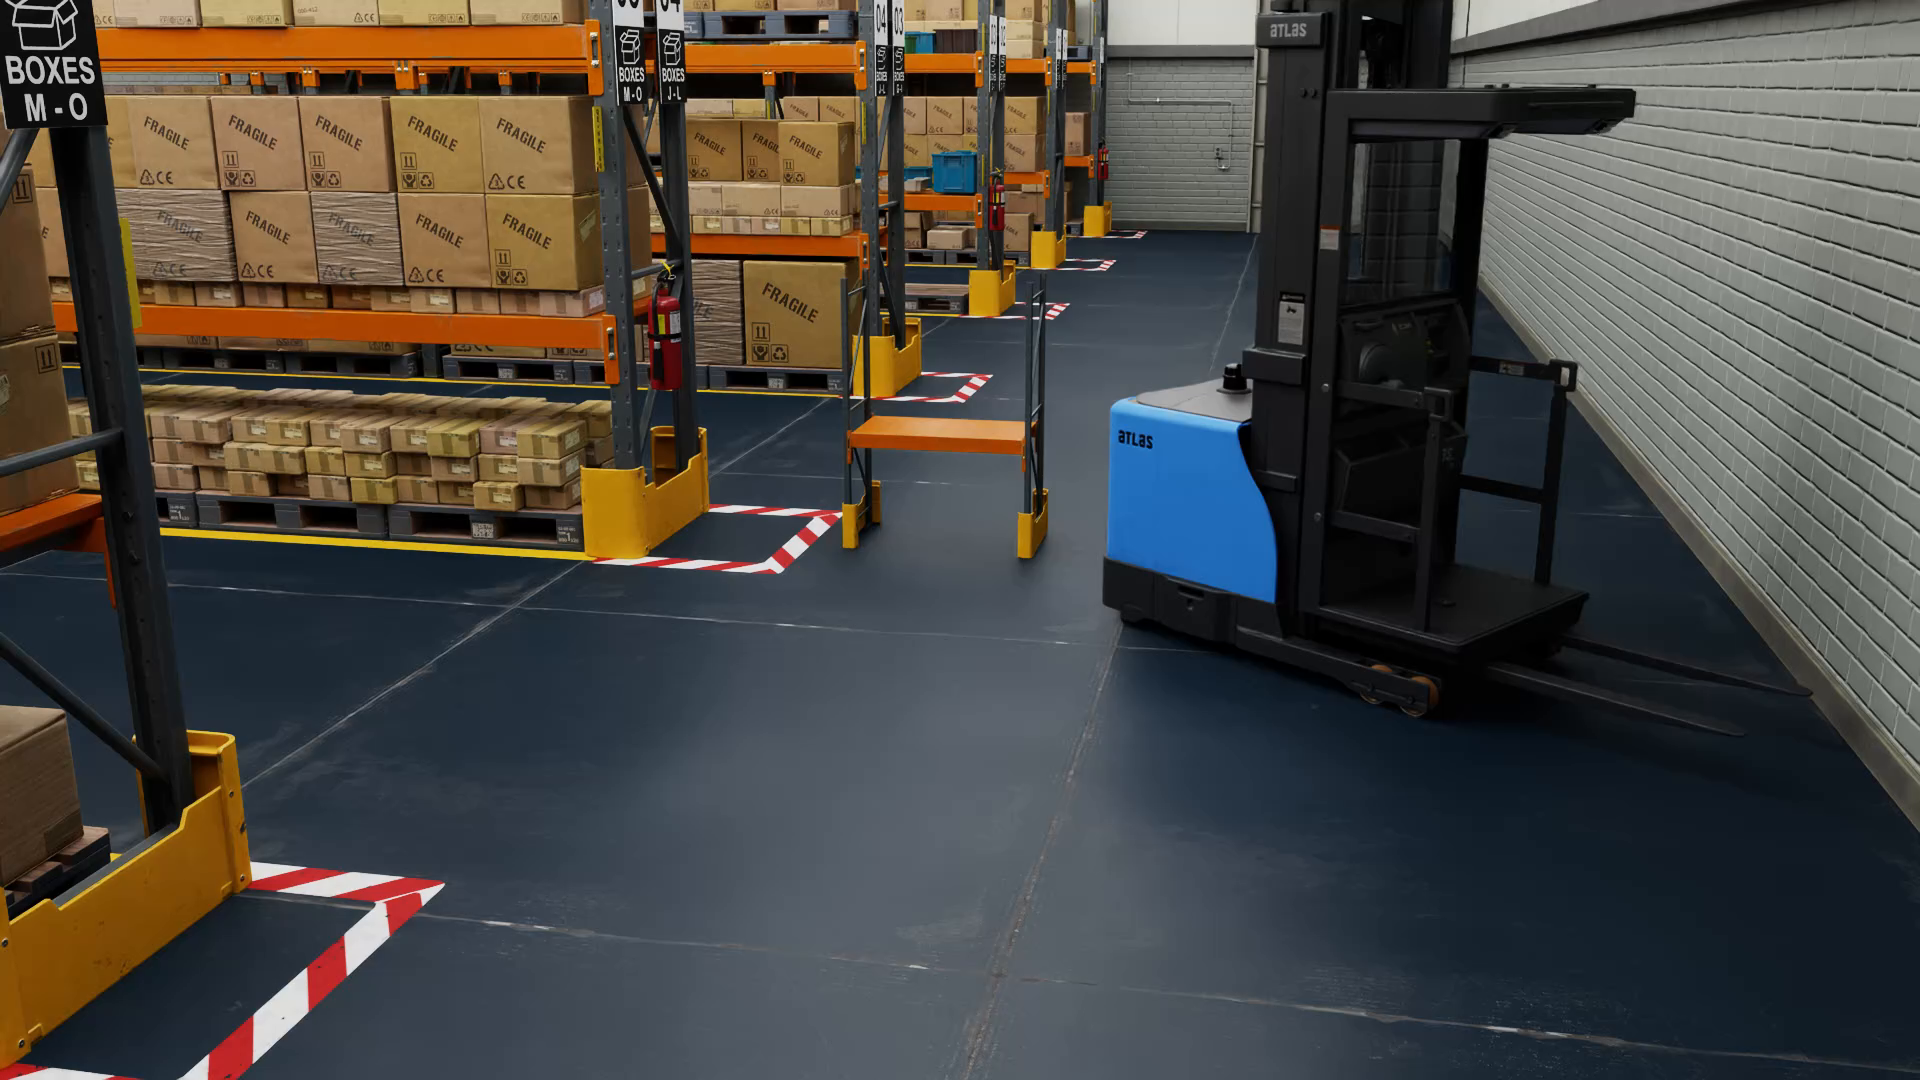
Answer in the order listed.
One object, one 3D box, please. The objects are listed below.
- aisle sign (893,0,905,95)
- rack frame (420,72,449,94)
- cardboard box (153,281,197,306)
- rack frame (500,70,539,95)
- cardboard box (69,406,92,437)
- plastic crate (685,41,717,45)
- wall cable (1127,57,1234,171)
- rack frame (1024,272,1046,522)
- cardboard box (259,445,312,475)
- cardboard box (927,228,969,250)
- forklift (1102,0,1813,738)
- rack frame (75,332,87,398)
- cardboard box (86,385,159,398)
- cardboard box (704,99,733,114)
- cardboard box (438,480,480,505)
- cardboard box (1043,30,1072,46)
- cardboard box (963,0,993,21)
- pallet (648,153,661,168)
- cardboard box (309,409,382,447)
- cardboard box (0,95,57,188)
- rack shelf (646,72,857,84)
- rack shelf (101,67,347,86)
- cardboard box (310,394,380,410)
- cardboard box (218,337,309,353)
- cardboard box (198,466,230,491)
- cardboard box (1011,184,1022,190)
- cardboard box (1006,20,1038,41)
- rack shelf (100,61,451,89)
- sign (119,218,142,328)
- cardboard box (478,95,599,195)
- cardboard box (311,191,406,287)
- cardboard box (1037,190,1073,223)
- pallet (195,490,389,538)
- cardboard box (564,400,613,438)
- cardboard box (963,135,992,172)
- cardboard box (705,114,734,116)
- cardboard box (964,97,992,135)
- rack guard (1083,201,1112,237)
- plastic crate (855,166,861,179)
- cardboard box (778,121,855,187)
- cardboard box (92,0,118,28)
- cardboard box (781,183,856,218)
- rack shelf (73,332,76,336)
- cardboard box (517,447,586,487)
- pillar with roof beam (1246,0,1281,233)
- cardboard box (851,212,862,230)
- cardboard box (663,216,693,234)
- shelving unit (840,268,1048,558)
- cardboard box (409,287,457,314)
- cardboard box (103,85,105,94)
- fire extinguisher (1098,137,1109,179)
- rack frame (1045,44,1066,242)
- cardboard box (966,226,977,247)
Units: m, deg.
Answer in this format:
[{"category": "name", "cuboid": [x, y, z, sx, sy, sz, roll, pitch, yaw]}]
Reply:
[{"category": "aisle sign", "cuboid": [-0.510, -4.113, 13.852, 0.004, 0.787, 0.394, 3, 16, 11]}, {"category": "rack frame", "cuboid": [-9.438, -7.311, 30.268, 0.127, 3.000, 1.000, 3, 16, 11]}, {"category": "cardboard box", "cuboid": [-4.396, -1.443, 9.554, 0.250, 0.149, 0.380, 3, 16, 12]}, {"category": "rack frame", "cuboid": [-6.502, -5.803, 24.821, 0.127, 3.000, 1.000, 3, 16, 11]}, {"category": "cardboard box", "cuboid": [-5.093, -0.719, 9.908, 0.250, 0.149, 0.380, 4, 16, 14]}, {"category": "plastic crate", "cuboid": [-3.097, -5.694, 19.208, 0.662, 0.188, 0.450, 3, 16, 11]}, {"category": "wall cable", "cuboid": [3.764, -7.342, 28.475, 1.851, 1.984, 0.084, 3, 16, 11]}, {"category": "rack frame", "cuboid": [0.415, -0.700, 9.211, 0.032, 1.500, 0.500, 3, 16, 11]}, {"category": "cardboard box", "cuboid": [-3.844, -0.496, 9.661, 0.250, 0.149, 0.380, 3, 16, 12]}, {"category": "cardboard box", "cuboid": [-0.169, -4.287, 23.675, 0.500, 0.250, 0.500, 3, 16, 11]}, {"category": "forklift", "cuboid": [2.066, -0.837, 7.023, 1.130, 2.935, 3.031, -14, 21, -41]}, {"category": "rack frame", "cuboid": [-5.647, -1.706, 10.033, 0.127, 3.000, 1.000, 3, 16, 11]}, {"category": "cardboard box", "cuboid": [-5.247, -0.871, 10.456, 0.250, 0.149, 0.380, 4, 16, 13]}, {"category": "cardboard box", "cuboid": [-4.107, -7.516, 28.818, 0.500, 0.250, 0.500, 3, 16, 11]}, {"category": "cardboard box", "cuboid": [-2.799, -0.319, 9.580, 0.250, 0.149, 0.380, 3, 16, 11]}, {"category": "cardboard box", "cuboid": [1.551, -8.267, 27.404, 0.500, 0.250, 0.500, 4, 16, 13]}, {"category": "cardboard box", "cuboid": [0.358, -7.424, 22.996, 0.500, 0.500, 0.700, 3, 16, 11]}, {"category": "pallet", "cuboid": [-4.595, -5.608, 24.477, 1.213, 0.211, 1.003, 3, 16, 11]}, {"category": "cardboard box", "cuboid": [-3.562, -0.653, 9.669, 0.250, 0.149, 0.380, 3, 16, 9]}, {"category": "cardboard box", "cuboid": [-5.254, -2.292, 9.530, 0.500, 0.500, 0.500, 3, 16, 12]}, {"category": "rack shelf", "cuboid": [-3.558, -8.091, 28.811, 4.000, 0.370, 1.077, 3, 16, 11]}, {"category": "rack shelf", "cuboid": [-9.452, -5.712, 20.223, 4.000, 0.370, 1.077, 3, 16, 11]}, {"category": "cardboard box", "cuboid": [-3.732, -0.779, 10.124, 0.250, 0.149, 0.380, 3, 16, 11]}, {"category": "cardboard box", "cuboid": [-6.067, -2.253, 15.201, 0.875, 0.875, 1.225, 3, 16, 9]}, {"category": "cardboard box", "cuboid": [-4.310, -0.412, 9.915, 0.250, 0.149, 0.380, 2, 16, 9]}, {"category": "cardboard box", "cuboid": [1.036, -6.080, 28.504, 0.250, 0.149, 0.380, 3, 16, 12]}, {"category": "cardboard box", "cuboid": [0.783, -6.952, 22.695, 0.500, 0.250, 0.500, 3, 16, 11]}, {"category": "rack shelf", "cuboid": [-6.520, -4.204, 14.778, 4.000, 0.370, 1.077, 3, 16, 11]}, {"category": "sign", "cuboid": [-2.498, -0.794, 4.968, 0.005, 0.325, 0.100, 3, 16, 11]}, {"category": "cardboard box", "cuboid": [-2.225, -2.126, 8.932, 0.500, 0.500, 0.500, 3, 16, 10]}, {"category": "cardboard box", "cuboid": [-3.222, -1.695, 9.248, 0.500, 0.500, 0.500, 3, 16, 11]}, {"category": "cardboard box", "cuboid": [1.615, -5.682, 28.281, 0.500, 0.500, 0.700, 3, 16, 11]}, {"category": "pallet", "cuboid": [-3.783, -0.272, 10.078, 1.213, 0.211, 1.003, 3, 16, 11]}, {"category": "cardboard box", "cuboid": [-2.173, -0.726, 9.932, 0.250, 0.149, 0.380, 2, 16, 9]}, {"category": "cardboard box", "cuboid": [0.335, -5.405, 23.197, 0.500, 0.500, 0.500, 3, 16, 12]}, {"category": "cardboard box", "cuboid": [-4.096, -7.150, 28.903, 0.500, 0.500, 0.500, 3, 16, 11]}, {"category": "cardboard box", "cuboid": [0.352, -5.886, 23.060, 0.500, 0.500, 0.500, 4, 16, 13]}, {"category": "rack guard", "cuboid": [2.345, -5.467, 28.293, 0.348, 0.500, 1.175, 3, 16, 11]}, {"category": "plastic crate", "cuboid": [-1.120, -4.199, 19.233, 0.300, 0.233, 0.416, 3, 16, 11]}, {"category": "cardboard box", "cuboid": [-1.170, -3.175, 13.656, 0.500, 0.500, 0.500, 3, 16, 12]}, {"category": "cardboard box", "cuboid": [-4.753, -2.962, 9.227, 0.500, 0.250, 0.500, 3, 16, 10]}, {"category": "cardboard box", "cuboid": [-1.168, -2.813, 13.753, 0.500, 0.250, 0.500, 3, 16, 10]}, {"category": "rack shelf", "cuboid": [-7.607, -1.466, 10.514, 4.000, 0.370, 1.077, 3, 16, 11]}, {"category": "cardboard box", "cuboid": [-2.302, -0.419, 9.382, 0.250, 0.149, 0.380, 3, 16, 10]}, {"category": "pillar with roof beam", "cuboid": [4.282, -8.521, 23.395, 0.400, 9.000, 9.100, 3, 16, 11]}, {"category": "cardboard box", "cuboid": [-0.922, -2.770, 14.343, 0.250, 0.149, 0.380, 3, 16, 12]}, {"category": "cardboard box", "cuboid": [-2.310, -2.665, 13.965, 0.250, 0.149, 0.380, 3, 16, 11]}, {"category": "shelving unit", "cuboid": [-0.075, -0.727, 9.306, 1.083, 1.500, 0.587, 3, 16, 11]}, {"category": "cardboard box", "cuboid": [-2.843, -1.356, 9.239, 0.250, 0.149, 0.380, 4, 16, 13]}, {"category": "cardboard box", "cuboid": [-13.318, -6.844, 25.963, 0.500, 0.500, 0.700, 3, 16, 10]}, {"category": "fire extinguisher", "cuboid": [2.377, -6.327, 27.559, 0.183, 0.674, 0.296, 3, 16, 11]}, {"category": "rack frame", "cuboid": [1.338, -5.377, 23.285, 0.127, 3.000, 1.000, 3, 16, 11]}, {"category": "cardboard box", "cuboid": [0.371, -4.394, 24.061, 0.500, 0.250, 0.500, 3, 16, 11]}]
